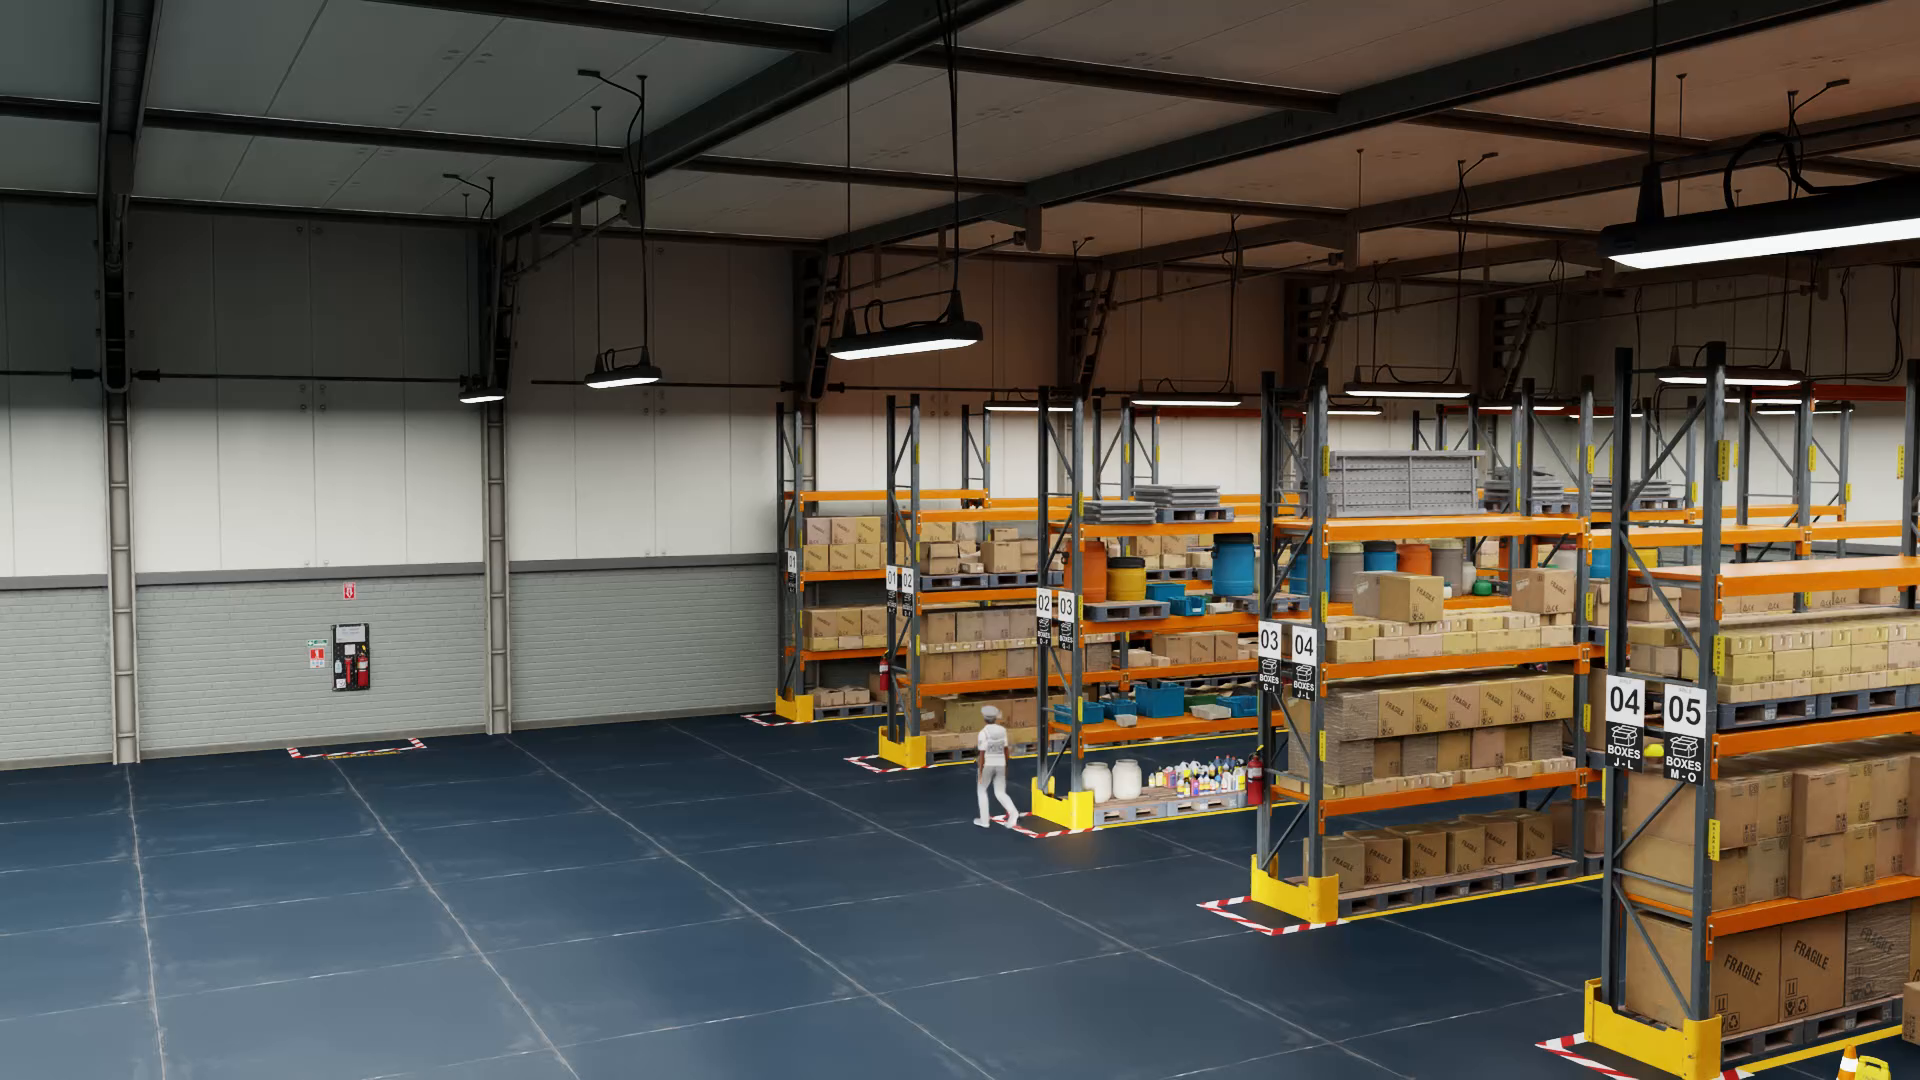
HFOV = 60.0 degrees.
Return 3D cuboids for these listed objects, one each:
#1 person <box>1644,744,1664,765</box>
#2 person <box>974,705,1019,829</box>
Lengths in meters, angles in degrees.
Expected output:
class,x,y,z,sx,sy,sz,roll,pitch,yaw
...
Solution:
class,x,y,z,sx,sy,sz,roll,pitch,yaw
person,7.873,3.216,18.925,0.458,1.781,0.674,-1,3,-17
person,0.478,3.061,22.340,0.482,1.646,0.842,-2,4,-30
